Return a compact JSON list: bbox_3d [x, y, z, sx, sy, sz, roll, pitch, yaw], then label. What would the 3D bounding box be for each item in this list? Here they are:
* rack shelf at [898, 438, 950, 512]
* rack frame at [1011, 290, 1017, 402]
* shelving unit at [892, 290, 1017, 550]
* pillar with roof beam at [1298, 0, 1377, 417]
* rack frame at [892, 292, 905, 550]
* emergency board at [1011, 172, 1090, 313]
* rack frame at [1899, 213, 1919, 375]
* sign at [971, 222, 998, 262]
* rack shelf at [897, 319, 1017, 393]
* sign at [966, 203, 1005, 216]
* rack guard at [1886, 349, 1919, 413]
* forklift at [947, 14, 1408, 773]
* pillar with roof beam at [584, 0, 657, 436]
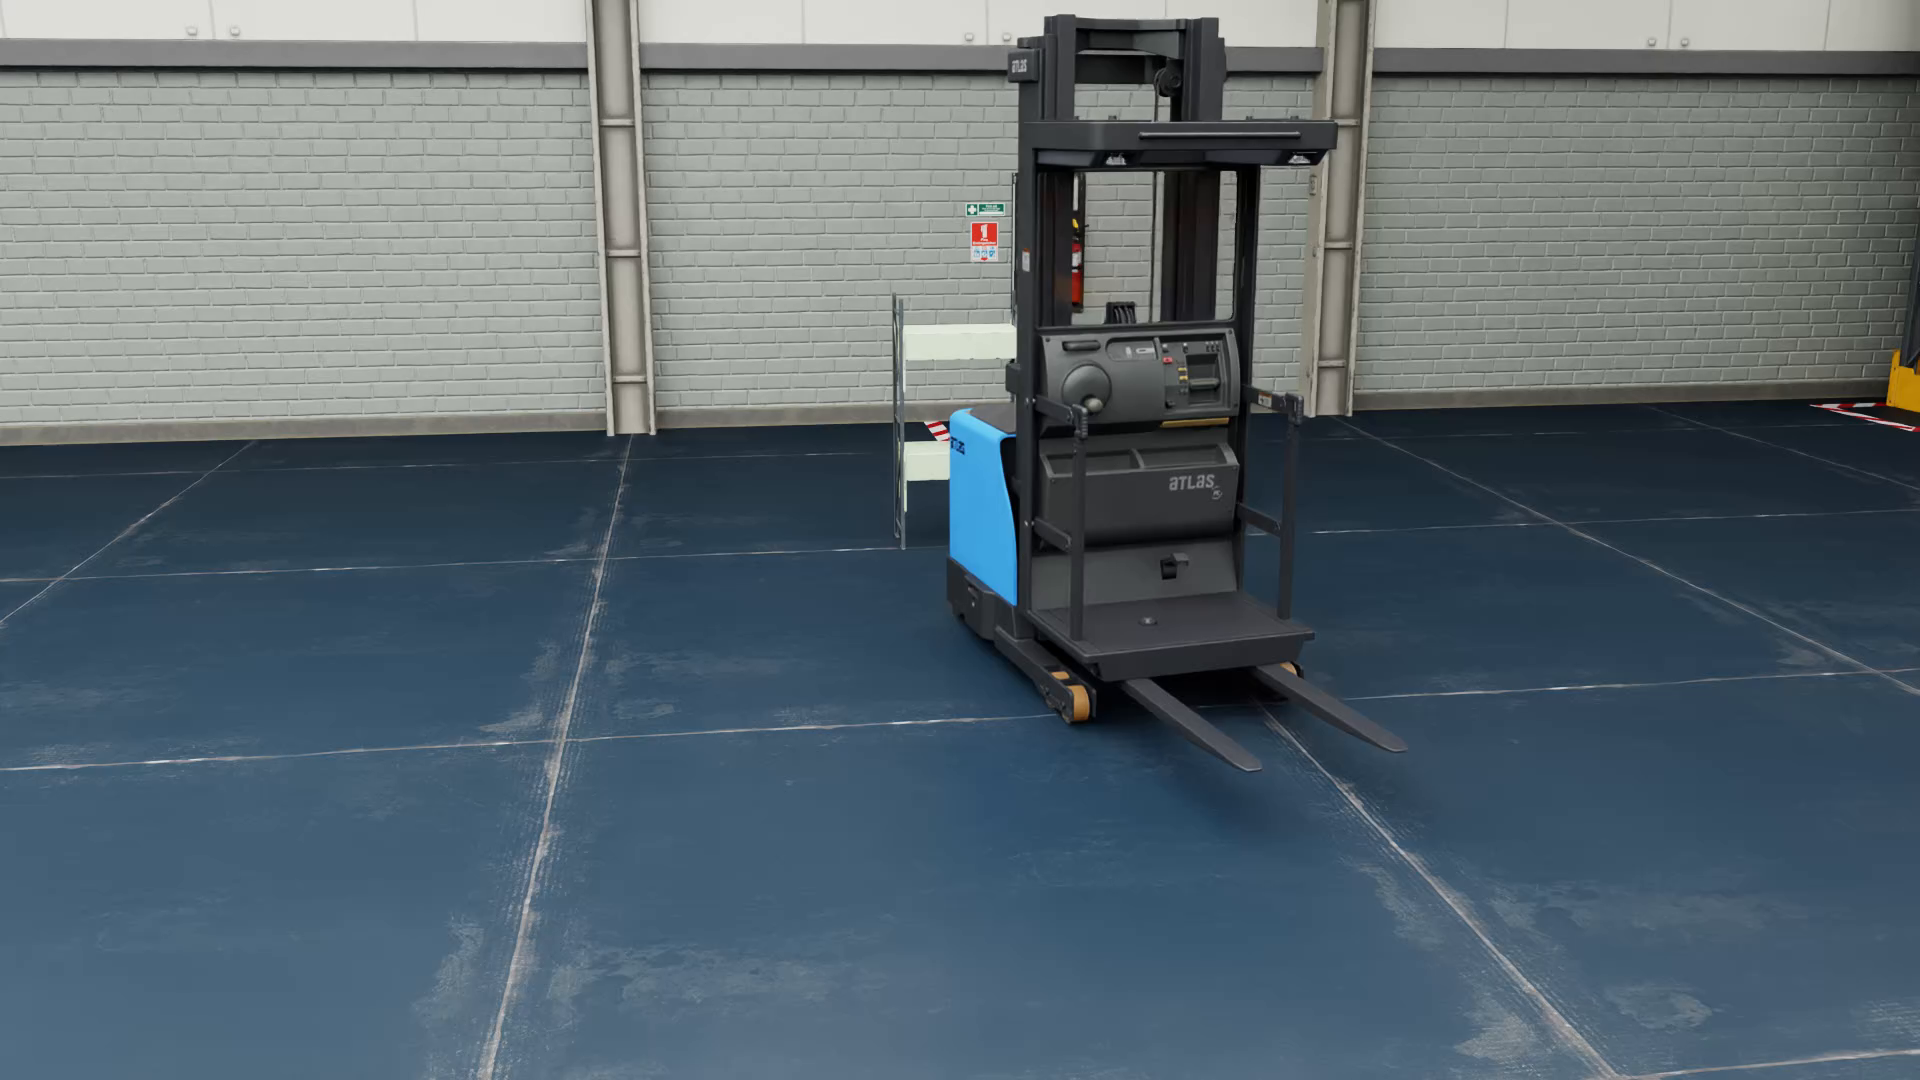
[{"bbox_3d":[-0.007,-0.411,10.118,0.720,0.370,0.431,-2,14,-8],"label":"rack shelf"},{"bbox_3d":[0.355,-0.740,10.091,0.023,1.500,0.400,-2,14,-8],"label":"rack frame"},{"bbox_3d":[-0.007,-0.727,10.038,0.755,1.500,0.431,-2,14,-8],"label":"shelving unit"},{"bbox_3d":[3.858,-4.443,9.440,0.400,9.000,9.100,-2,14,-8],"label":"pillar with roof beam"},{"bbox_3d":[-0.369,-0.714,9.986,0.023,1.500,0.400,-2,14,-8],"label":"rack frame"},{"bbox_3d":[0.767,-2.488,13.978,0.643,1.169,0.194,-2,14,-8],"label":"emergency board"},{"bbox_3d":[8.586,-2.553,14.235,0.127,3.000,1.000,-2,14,-8],"label":"rack frame"},{"bbox_3d":[0.205,-2.511,13.993,0.234,0.329,0.001,-2,14,-8],"label":"sign"},{"bbox_3d":[-0.007,-1.106,9.943,0.720,0.370,0.431,-2,14,-8],"label":"rack shelf"},{"bbox_3d":[0.211,-2.766,13.920,0.331,0.109,0.001,-2,14,-8],"label":"sign"},{"bbox_3d":[8.662,-1.343,14.550,0.348,0.500,1.175,-2,14,-8],"label":"rack guard"},{"bbox_3d":[0.877,-0.748,7.179,1.130,2.935,3.031,-5,15,-18],"label":"forklift"},{"bbox_3d":[-2.075,-4.226,8.573,0.400,9.000,9.100,-2,14,-8],"label":"pillar with roof beam"}]
